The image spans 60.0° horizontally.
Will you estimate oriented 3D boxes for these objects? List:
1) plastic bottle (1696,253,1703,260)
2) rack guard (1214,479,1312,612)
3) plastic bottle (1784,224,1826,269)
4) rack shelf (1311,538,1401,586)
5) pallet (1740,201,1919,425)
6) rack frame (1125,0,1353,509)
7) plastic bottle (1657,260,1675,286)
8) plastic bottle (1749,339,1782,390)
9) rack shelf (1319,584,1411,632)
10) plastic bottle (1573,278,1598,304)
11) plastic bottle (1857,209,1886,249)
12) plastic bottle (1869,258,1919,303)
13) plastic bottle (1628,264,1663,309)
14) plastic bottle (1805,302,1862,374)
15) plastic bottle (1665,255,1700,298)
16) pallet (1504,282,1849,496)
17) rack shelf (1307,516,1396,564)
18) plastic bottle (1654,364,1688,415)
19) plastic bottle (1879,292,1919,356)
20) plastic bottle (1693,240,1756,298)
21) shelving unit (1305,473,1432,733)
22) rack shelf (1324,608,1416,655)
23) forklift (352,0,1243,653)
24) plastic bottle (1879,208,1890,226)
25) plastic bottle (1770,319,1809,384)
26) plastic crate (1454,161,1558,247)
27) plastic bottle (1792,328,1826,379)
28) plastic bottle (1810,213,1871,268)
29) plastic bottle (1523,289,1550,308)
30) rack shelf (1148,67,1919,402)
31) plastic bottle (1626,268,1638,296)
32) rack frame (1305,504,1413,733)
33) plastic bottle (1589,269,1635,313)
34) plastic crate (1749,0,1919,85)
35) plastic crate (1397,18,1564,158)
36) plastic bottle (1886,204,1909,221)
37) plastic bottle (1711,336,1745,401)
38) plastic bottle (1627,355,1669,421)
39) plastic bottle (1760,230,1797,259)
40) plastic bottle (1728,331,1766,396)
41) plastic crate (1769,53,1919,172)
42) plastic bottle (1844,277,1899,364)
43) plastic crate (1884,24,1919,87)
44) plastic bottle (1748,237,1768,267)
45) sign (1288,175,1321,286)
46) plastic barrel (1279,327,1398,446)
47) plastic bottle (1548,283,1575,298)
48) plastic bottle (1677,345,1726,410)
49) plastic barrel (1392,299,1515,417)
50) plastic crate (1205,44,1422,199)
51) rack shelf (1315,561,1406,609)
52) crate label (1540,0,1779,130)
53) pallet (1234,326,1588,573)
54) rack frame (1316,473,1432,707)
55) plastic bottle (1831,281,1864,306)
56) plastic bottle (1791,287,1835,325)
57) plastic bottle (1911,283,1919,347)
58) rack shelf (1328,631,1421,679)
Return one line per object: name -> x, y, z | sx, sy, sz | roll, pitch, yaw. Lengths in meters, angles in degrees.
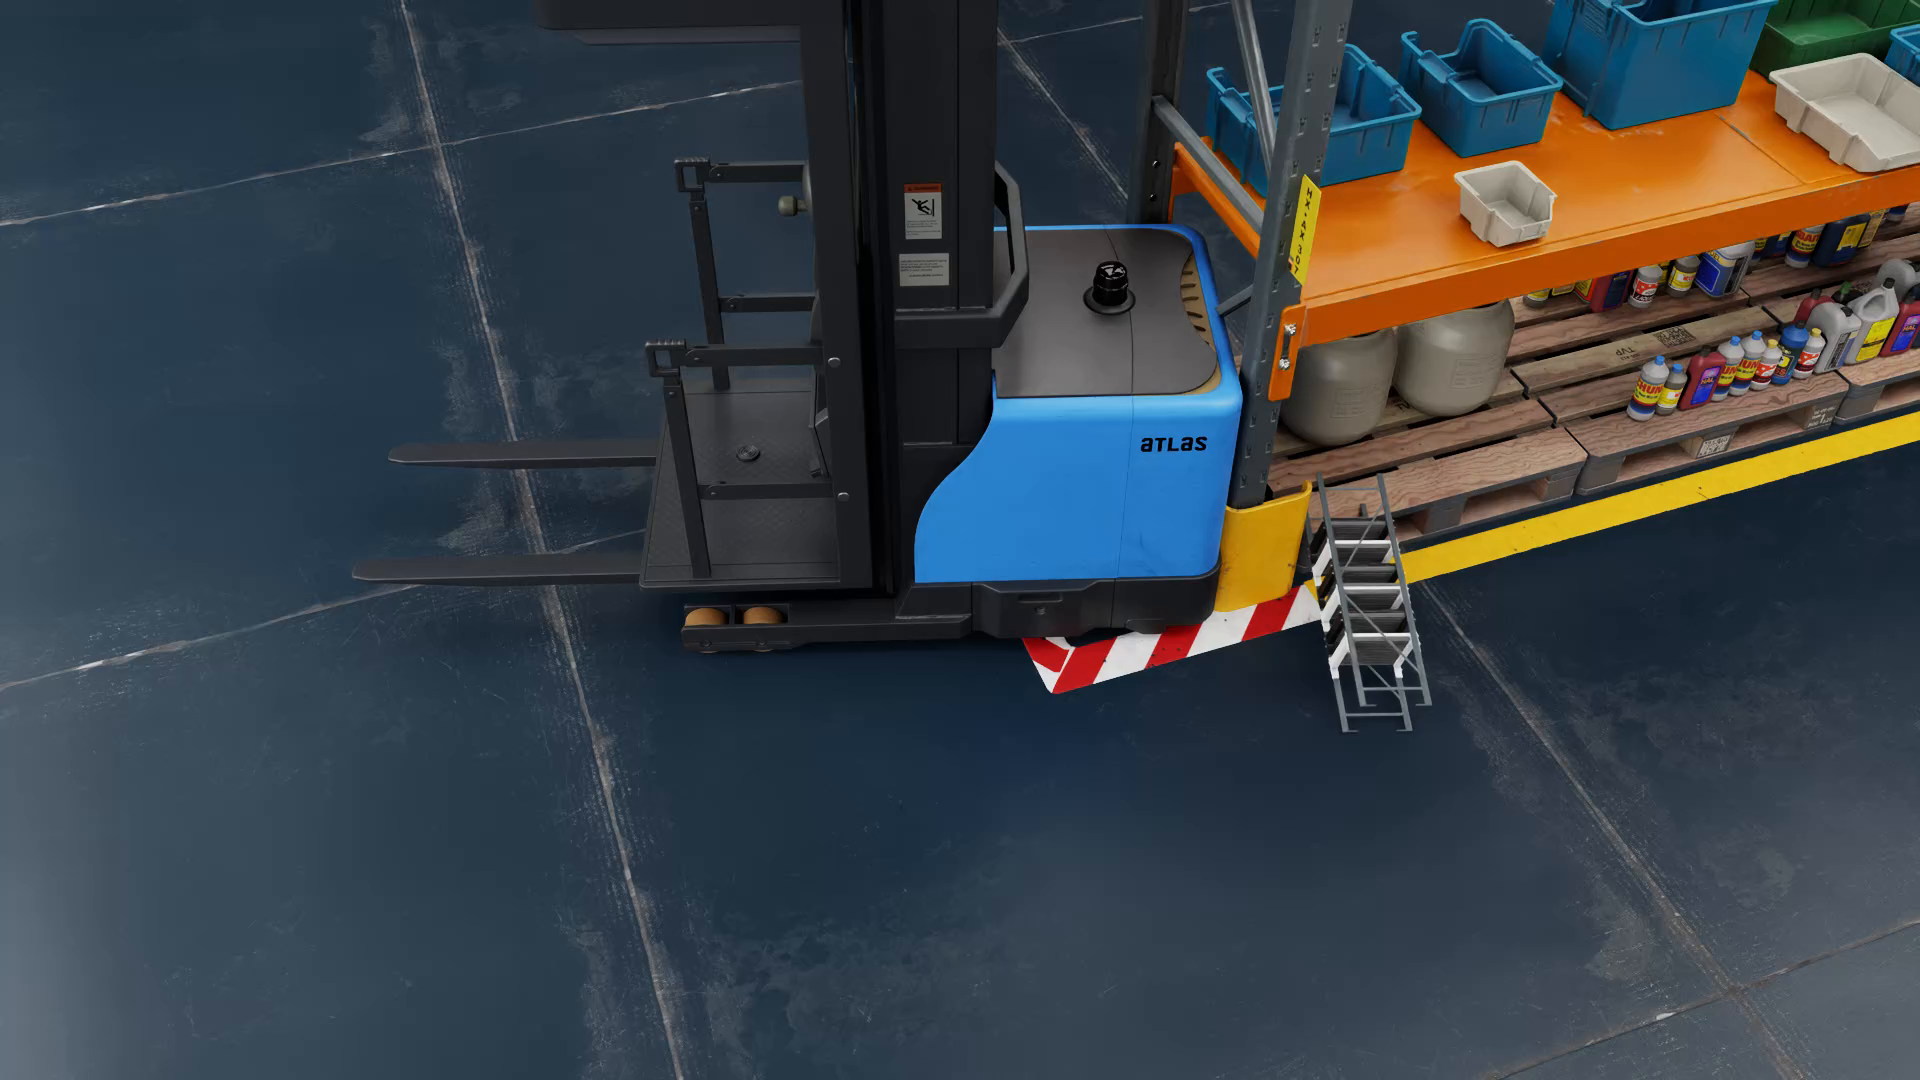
plastic bottle -> 3.102, -1.284, 6.971 | 0.185, 0.351, 0.144 | -15, 47, -14
rack guard -> 0.872, -0.334, 6.230 | 0.348, 0.500, 1.175 | -14, 47, -14
plastic bottle -> 3.584, -1.288, 7.032 | 0.097, 0.271, 0.097 | 0, 45, 0
rack shelf -> 1.381, 0.079, 5.804 | 0.258, 0.200, 0.077 | 0, 59, -5
pallet -> 3.933, -1.011, 7.108 | 1.213, 0.211, 1.003 | -14, 47, -14
rack frame -> 0.817, -1.167, 5.295 | 0.127, 3.000, 1.000 | -14, 47, -14
plastic bottle -> 2.927, -1.239, 6.927 | 0.185, 0.351, 0.144 | -13, 46, -12
plastic bottle -> 3.138, -0.693, 6.488 | 0.097, 0.201, 0.097 | 0, 45, 0
rack shelf -> 1.390, 0.234, 5.713 | 0.258, 0.200, 0.077 | 0, 59, -5
plastic bottle -> 2.642, -1.137, 6.878 | 0.135, 0.276, 0.152 | -14, 47, -14
plastic bottle -> 3.872, -1.374, 7.109 | 0.133, 0.283, 0.061 | -14, 47, -14
plastic bottle -> 3.817, -1.022, 6.763 | 0.135, 0.276, 0.152 | -14, 47, -14
plastic bottle -> 2.832, -1.065, 6.859 | 0.097, 0.201, 0.097 | 0, 45, 0
plastic bottle -> 3.433, -0.815, 6.557 | 0.135, 0.276, 0.152 | -14, 47, -13
plastic bottle -> 3.009, -1.116, 6.910 | 0.097, 0.201, 0.097 | 0, 45, 0
pallet -> 2.784, -0.715, 6.813 | 1.213, 0.211, 1.003 | -14, 47, -14
rack shelf -> 1.376, 0.001, 5.849 | 0.258, 0.200, 0.077 | 0, 59, -5
plastic bottle -> 2.725, -0.588, 6.383 | 0.097, 0.201, 0.097 | 0, 45, 0
plastic bottle -> 3.752, -0.865, 6.602 | 0.133, 0.283, 0.061 | -11, 46, -11
plastic bottle -> 3.176, -1.165, 6.905 | 0.135, 0.276, 0.152 | -14, 47, -14
shelving unit -> 1.389, 0.205, 5.729 | 0.258, 0.210, 0.900 | 0, 59, -5
rack shelf -> 1.395, 0.311, 5.667 | 0.258, 0.200, 0.077 | 0, 59, -5
forklift -> -0.623, -1.020, 5.197 | 3.031, 2.935, 1.130 | -1, 45, -1
plastic bottle -> 4.035, -1.487, 7.280 | 0.097, 0.201, 0.097 | 0, 45, 0
plastic bottle -> 3.235, -0.743, 6.488 | 0.097, 0.271, 0.097 | 0, 45, 0
plastic crate -> 1.768, -1.075, 5.389 | 0.250, 0.136, 0.298 | -14, 47, -14
plastic bottle -> 3.331, -0.743, 6.537 | 0.097, 0.201, 0.097 | 0, 45, 0
plastic bottle -> 3.728, -1.335, 7.023 | 0.185, 0.351, 0.144 | -14, 47, -14
plastic bottle -> 2.395, -1.068, 6.862 | 0.097, 0.201, 0.097 | 0, 45, 0
rack shelf -> 2.698, -1.394, 6.029 | 4.000, 0.370, 1.077 | -14, 47, -14
plastic bottle -> 2.772, -1.170, 6.911 | 0.135, 0.276, 0.152 | -16, 47, -15
rack frame -> 1.381, 0.257, 5.817 | 0.240, 0.006, 0.900 | 0, 59, -5
plastic bottle -> 2.678, -1.069, 6.804 | 0.133, 0.283, 0.061 | -14, 47, -14
plastic crate -> 3.206, -1.916, 6.191 | 0.662, 0.188, 0.450 | -14, 47, -14
plastic crate -> 1.799, -1.586, 5.818 | 0.408, 0.251, 0.499 | -14, 47, -14
plastic bottle -> 4.131, -1.536, 7.279 | 0.097, 0.271, 0.097 | 0, 45, 0
plastic bottle -> 2.950, -0.670, 6.416 | 0.097, 0.271, 0.097 | 0, 45, 0
plastic bottle -> 2.628, -0.587, 6.333 | 0.097, 0.271, 0.097 | 0, 45, 0
plastic bottle -> 3.501, -1.386, 7.073 | 0.185, 0.351, 0.144 | -16, 47, -16
plastic bottle -> 3.044, -0.694, 6.440 | 0.097, 0.271, 0.097 | 0, 45, 0
plastic crate -> 3.138, -1.477, 5.790 | 0.437, 0.136, 0.530 | -14, 47, -14
plastic bottle -> 3.587, -0.878, 6.567 | 0.185, 0.351, 0.144 | -15, 47, -14
plastic crate -> 3.630, -1.629, 5.861 | 0.616, 0.251, 0.499 | -14, 47, -14
plastic bottle -> 3.376, -1.298, 7.041 | 0.097, 0.271, 0.097 | 0, 45, 0
sign -> 0.999, -0.897, 4.831 | 0.005, 0.325, 0.100 | -14, 47, -14
plastic barrel -> 1.410, -0.646, 6.236 | 0.421, 0.512, 0.421 | 0, 45, 0
plastic bottle -> 2.499, -1.137, 6.873 | 0.133, 0.283, 0.061 | -13, 47, -13
plastic bottle -> 2.847, -0.634, 6.371 | 0.133, 0.283, 0.061 | -14, 47, -13
plastic barrel -> 1.881, -0.767, 6.356 | 0.421, 0.512, 0.421 | 0, 45, 0
plastic crate -> 1.186, -1.434, 5.667 | 0.616, 0.251, 0.499 | -14, 47, -14
rack shelf -> 1.386, 0.156, 5.758 | 0.258, 0.200, 0.077 | 0, 59, -5
crate label -> 2.456, -1.802, 5.903 | 0.616, 0.435, 0.502 | -14, 47, -14
pallet -> 1.638, -0.424, 6.523 | 1.213, 0.211, 1.003 | -14, 47, -14
rack frame -> 1.397, 0.153, 5.642 | 0.240, 0.006, 0.900 | 0, 59, -5
plastic bottle -> 3.528, -0.917, 6.653 | 0.133, 0.283, 0.061 | -14, 47, -14
plastic bottle -> 3.396, -0.889, 6.625 | 0.133, 0.283, 0.061 | -14, 47, -14
plastic bottle -> 3.891, -0.956, 6.645 | 0.185, 0.351, 0.144 | -17, 47, -16
rack shelf -> 1.400, 0.389, 5.622 | 0.258, 0.200, 0.077 | 0, 59, -5
